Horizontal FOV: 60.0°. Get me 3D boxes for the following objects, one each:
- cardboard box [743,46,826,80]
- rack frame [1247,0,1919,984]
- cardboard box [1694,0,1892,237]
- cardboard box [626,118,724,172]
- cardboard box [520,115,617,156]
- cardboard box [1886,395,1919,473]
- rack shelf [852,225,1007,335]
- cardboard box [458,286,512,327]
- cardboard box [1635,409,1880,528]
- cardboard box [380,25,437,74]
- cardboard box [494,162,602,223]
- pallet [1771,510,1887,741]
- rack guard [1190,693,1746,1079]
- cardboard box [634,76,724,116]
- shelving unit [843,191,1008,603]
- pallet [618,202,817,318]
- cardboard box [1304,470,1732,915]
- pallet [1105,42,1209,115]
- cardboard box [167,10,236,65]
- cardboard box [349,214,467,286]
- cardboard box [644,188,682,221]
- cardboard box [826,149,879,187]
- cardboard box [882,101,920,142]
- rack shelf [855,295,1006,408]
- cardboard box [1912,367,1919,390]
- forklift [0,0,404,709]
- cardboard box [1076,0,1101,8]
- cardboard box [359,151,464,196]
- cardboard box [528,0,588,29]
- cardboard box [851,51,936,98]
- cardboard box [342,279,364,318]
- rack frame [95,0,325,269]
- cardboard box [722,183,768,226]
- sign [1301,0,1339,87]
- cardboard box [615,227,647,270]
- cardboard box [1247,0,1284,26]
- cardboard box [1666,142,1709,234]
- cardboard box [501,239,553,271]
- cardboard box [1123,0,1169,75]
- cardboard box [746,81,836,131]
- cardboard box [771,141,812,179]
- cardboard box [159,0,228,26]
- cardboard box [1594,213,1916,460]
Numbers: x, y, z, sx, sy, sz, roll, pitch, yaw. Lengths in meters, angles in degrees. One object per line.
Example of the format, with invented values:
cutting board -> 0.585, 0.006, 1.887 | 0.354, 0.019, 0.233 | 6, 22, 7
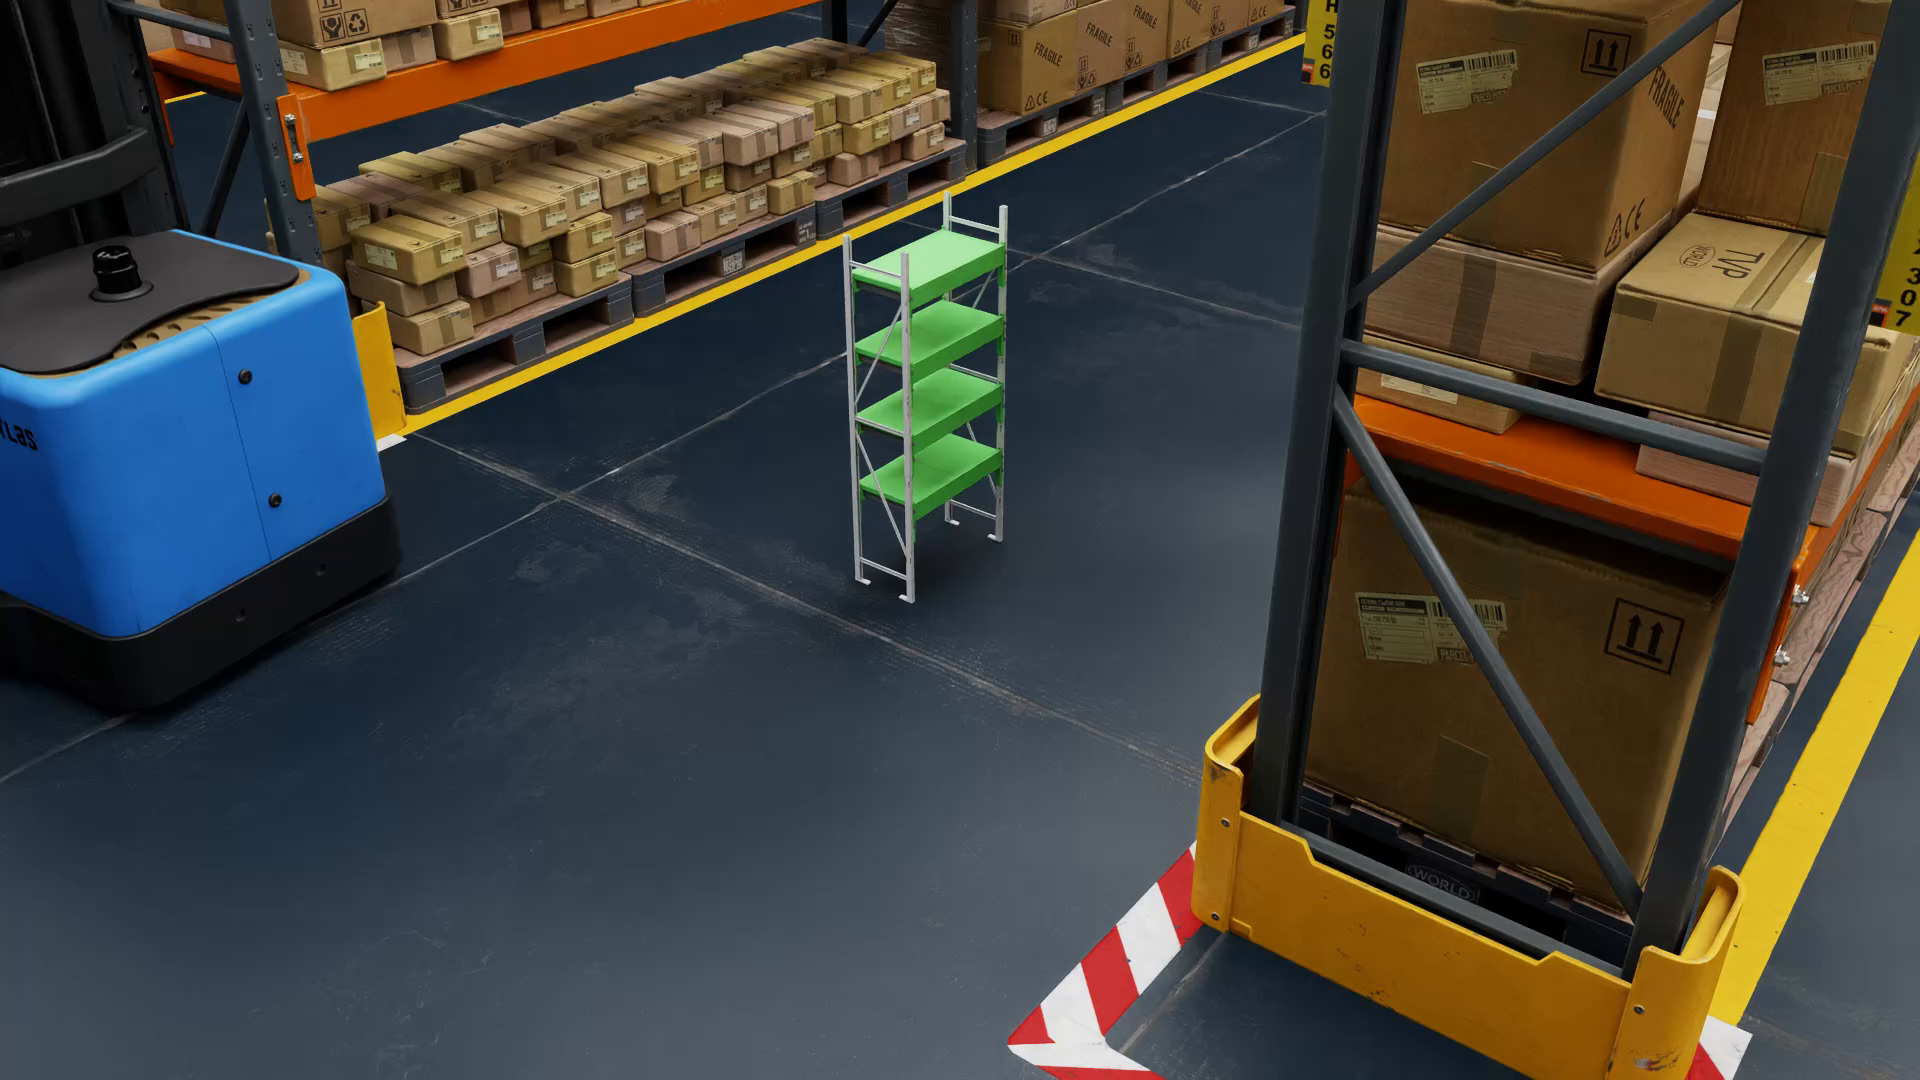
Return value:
cardboard box -> -0.927, -2.490, 8.811 | 0.380, 0.149, 0.250 | 23, 38, 34
rack frame -> 1.138, -0.257, 3.241 | 1.000, 3.000, 0.127 | 21, 37, 31
cardboard box -> 1.945, -0.958, 3.544 | 0.500, 0.500, 0.500 | 20, 36, 30
cardboard box -> -1.314, -1.816, 7.672 | 0.380, 0.149, 0.250 | 21, 37, 31
cardboard box -> -1.813, -1.842, 7.716 | 0.380, 0.149, 0.250 | 20, 36, 30
cardboard box -> 3.091, -0.906, 6.008 | 0.875, 0.875, 0.875 | 21, 37, 31
rack shelf -> -0.100, -0.807, 5.118 | 0.258, 0.148, 0.480 | 21, 37, 31
cardboard box -> -2.091, -1.025, 6.921 | 0.380, 0.149, 0.250 | 21, 37, 31
cardboard box -> 1.616, -0.191, 3.377 | 0.380, 0.149, 0.250 | 22, 37, 32
cardboard box -> -2.177, -1.863, 6.198 | 0.380, 0.149, 0.250 | 23, 37, 33
cardboard box -> -1.759, -1.481, 7.108 | 0.380, 0.149, 0.250 | 19, 36, 29
pallet -> 2.296, 0.100, 5.374 | 1.003, 0.211, 1.213 | 21, 37, 31
rack guard -> 1.124, 0.828, 3.862 | 1.175, 0.500, 0.348 | 21, 37, 31
cardboard box -> -1.398, -2.181, 8.289 | 0.380, 0.149, 0.250 | 22, 37, 32
shelving unit -> -0.100, -0.449, 5.331 | 0.258, 1.200, 0.503 | 21, 37, 31
pallet -> -1.454, -1.469, 8.021 | 1.003, 0.211, 1.213 | 21, 37, 31
cardboard box -> 1.461, 0.192, 4.156 | 0.875, 0.875, 0.875 | 21, 37, 31
pallet -> 0.864, -3.066, 10.716 | 1.003, 0.211, 1.213 | 21, 37, 31
cardboard box -> -2.784, -1.936, 6.321 | 0.380, 0.149, 0.250 | 21, 37, 31
cardboard box -> -2.168, -1.143, 6.537 | 0.380, 0.149, 0.250 | 19, 36, 29
cardboard box -> -1.490, -1.592, 7.587 | 0.380, 0.149, 0.250 | 23, 38, 34
cardboard box -> -0.637, -1.933, 8.454 | 0.380, 0.149, 0.250 | 20, 36, 30
cardboard box -> -0.431, -2.193, 8.600 | 0.380, 0.149, 0.250 | 19, 36, 29
rack shelf -> -0.100, -0.600, 5.241 | 0.258, 0.148, 0.480 | 21, 37, 31
cardboard box -> 2.080, -0.507, 3.909 | 0.380, 0.149, 0.250 | 20, 36, 31
forklift -> -3.376, -1.314, 5.092 | 3.031, 2.935, 1.130 | 17, 35, 26
cardboard box -> 0.636, -3.314, 9.705 | 0.500, 0.250, 0.500 | 22, 37, 33
cardboard box -> -2.385, -1.557, 7.235 | 0.380, 0.149, 0.250 | 20, 36, 30
cardboard box -> -1.742, -2.206, 6.777 | 0.380, 0.149, 0.250 | 21, 36, 31
cardboard box -> -0.348, -2.436, 8.718 | 0.380, 0.149, 0.250 | 22, 37, 33
cardboard box -> -2.604, -1.057, 6.975 | 0.380, 0.149, 0.250 | 22, 37, 32
rack frame -> -2.755, -1.824, 5.886 | 1.000, 3.000, 0.127 | 21, 37, 31
cardboard box -> -1.141, -1.634, 7.950 | 0.380, 0.149, 0.250 | 22, 37, 32
sign -> 0.714, -1.029, 3.177 | 0.100, 0.325, 0.005 | 21, 37, 31
cardboard box -> -1.627, -1.331, 7.438 | 0.380, 0.149, 0.250 | 21, 37, 31
cardboard box -> 1.885, -3.833, 11.316 | 0.500, 0.500, 0.500 | 21, 37, 31
cardboard box -> 1.526, -0.805, 4.021 | 0.500, 0.250, 0.500 | 20, 36, 30
cardboard box -> -1.947, -1.261, 7.028 | 0.380, 0.149, 0.250 | 22, 37, 32
cardboard box -> 0.941, -3.207, 10.259 | 0.500, 0.500, 0.500 | 22, 37, 32
cardboard box -> -0.834, -2.135, 8.211 | 0.380, 0.149, 0.250 | 22, 37, 33
cardboard box -> -0.946, -1.897, 8.101 | 0.380, 0.149, 0.250 | 22, 37, 32
cardboard box -> -2.689, -2.257, 6.227 | 0.500, 0.500, 0.500 | 22, 37, 32
cardboard box -> 1.643, -0.432, 3.393 | 0.500, 0.250, 0.500 | 20, 36, 30
